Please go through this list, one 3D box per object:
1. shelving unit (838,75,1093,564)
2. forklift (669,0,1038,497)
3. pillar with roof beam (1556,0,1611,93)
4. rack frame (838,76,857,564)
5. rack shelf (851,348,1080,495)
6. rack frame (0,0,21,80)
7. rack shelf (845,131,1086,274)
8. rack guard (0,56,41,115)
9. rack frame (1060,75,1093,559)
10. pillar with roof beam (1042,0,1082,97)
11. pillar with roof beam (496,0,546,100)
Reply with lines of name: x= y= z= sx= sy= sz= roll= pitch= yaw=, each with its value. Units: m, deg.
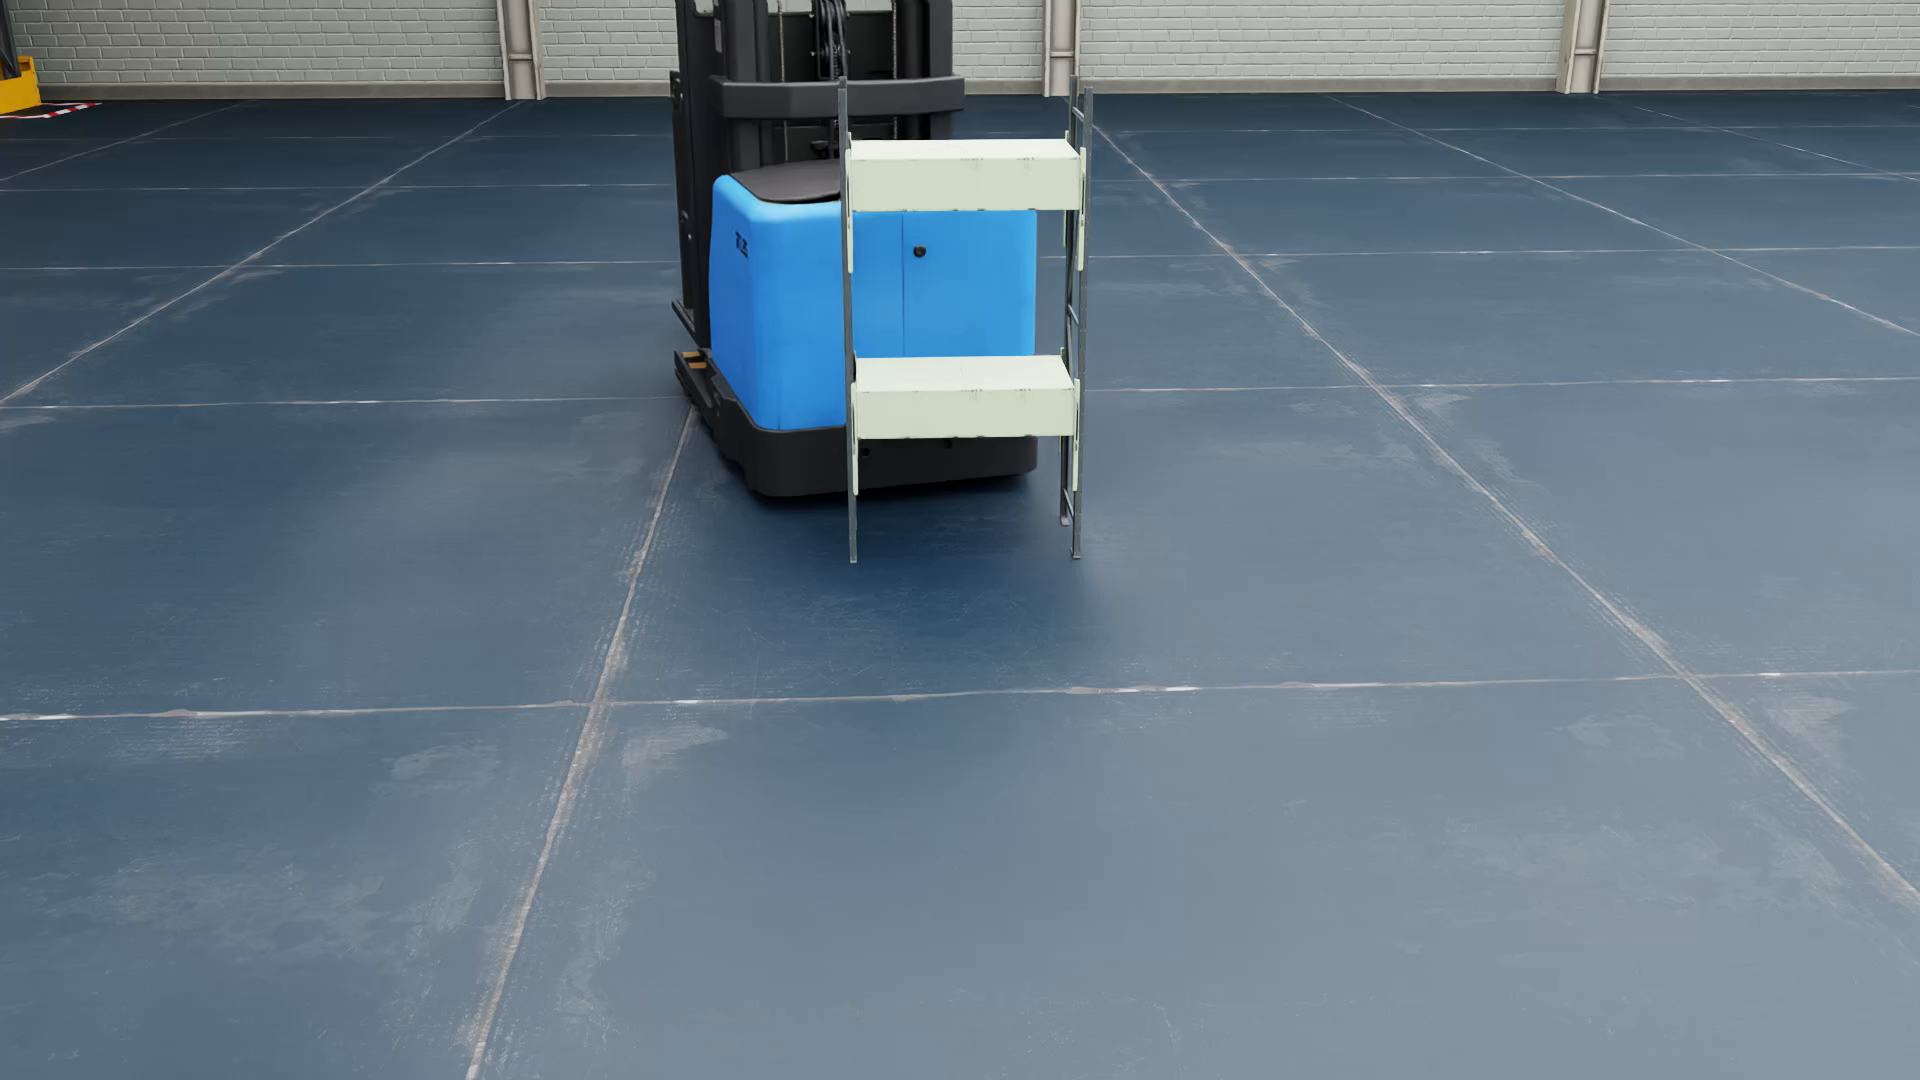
shelving unit: x=0.007 y=-0.701 z=5.354 sx=0.755 sy=1.500 sz=0.431 roll=-1 pitch=21 yaw=-3
forklift: x=-0.637 y=-2.012 z=6.787 sx=1.130 sy=2.935 sz=3.031 roll=-6 pitch=22 yaw=-16
pillar with roof beam: x=7.375 y=-7.859 z=13.616 sx=0.400 sy=9.000 sz=9.100 roll=-1 pitch=21 yaw=-3
rack frame: x=-0.359 y=-0.694 z=5.335 sx=0.023 sy=1.500 sz=0.400 roll=-1 pitch=21 yaw=-3
rack shelf: x=0.007 y=-0.396 z=5.470 sx=0.720 sy=0.370 sz=0.431 roll=-1 pitch=21 yaw=-3
rack frame: x=-10.095 y=-5.913 z=16.936 sx=0.127 sy=3.000 sz=1.000 roll=-1 pitch=21 yaw=-3
rack shelf: x=0.007 y=-1.066 z=5.216 sx=0.720 sy=0.370 sz=0.431 roll=-1 pitch=21 yaw=-3
rack guard: x=-10.071 y=-4.745 z=17.382 sx=0.348 sy=0.500 sz=1.175 roll=-1 pitch=21 yaw=-3
rack frame: x=0.372 y=-0.708 z=5.374 sx=0.023 sy=1.500 sz=0.400 roll=-1 pitch=21 yaw=-3
pillar with roof beam: x=1.384 y=-7.737 z=13.296 sx=0.400 sy=9.000 sz=9.100 roll=-1 pitch=21 yaw=-3
pillar with roof beam: x=-4.606 y=-7.615 z=12.975 sx=0.400 sy=9.000 sz=9.100 roll=-1 pitch=21 yaw=-3
